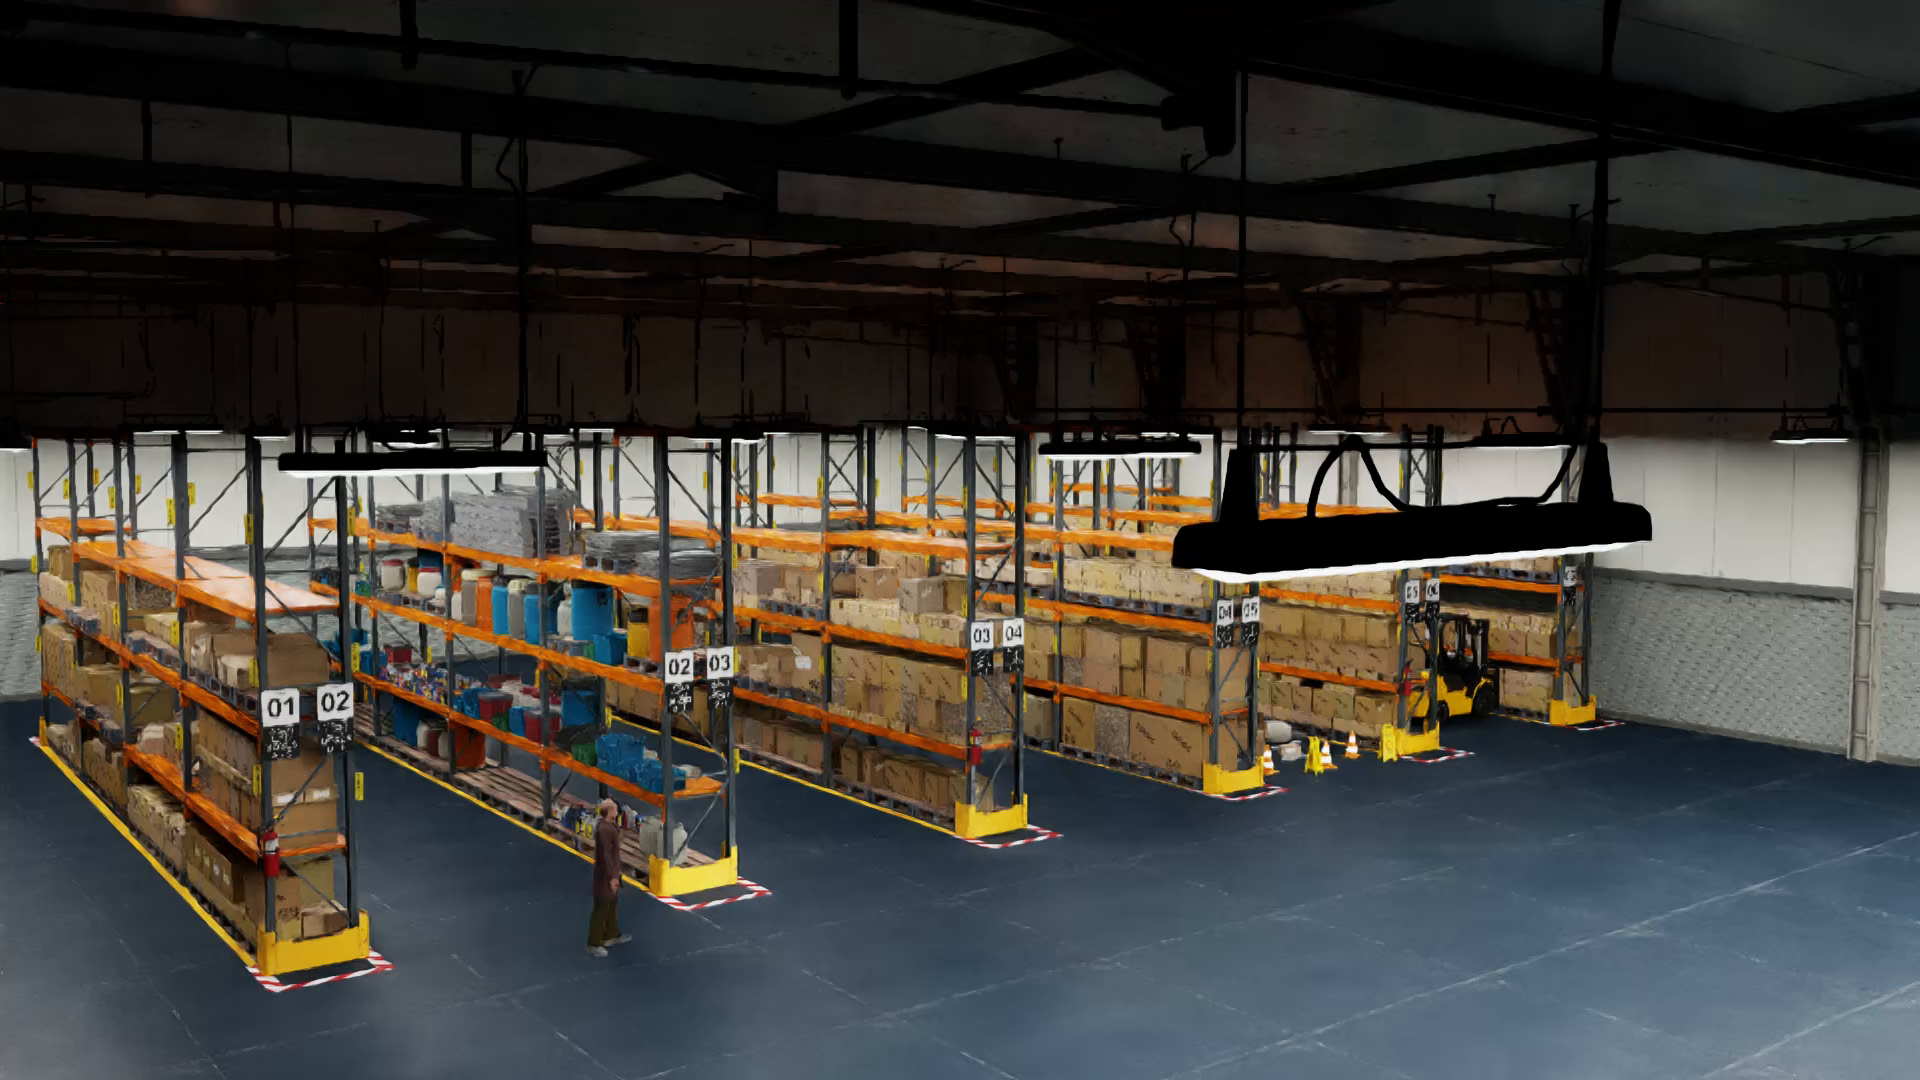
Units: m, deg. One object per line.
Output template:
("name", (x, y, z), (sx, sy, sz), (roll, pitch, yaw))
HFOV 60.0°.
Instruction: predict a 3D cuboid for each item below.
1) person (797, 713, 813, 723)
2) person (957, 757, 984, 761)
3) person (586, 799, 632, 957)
("person", (-3.015, 2.967, 32.474), (0.530, 1.721, 0.359), (2, 5, 27))
("person", (0.146, 3.078, 29.956), (0.649, 1.772, 0.463), (2, 5, 24))
("person", (-4.109, 3.907, 19.401), (0.509, 1.779, 0.682), (-1, 5, -10))
